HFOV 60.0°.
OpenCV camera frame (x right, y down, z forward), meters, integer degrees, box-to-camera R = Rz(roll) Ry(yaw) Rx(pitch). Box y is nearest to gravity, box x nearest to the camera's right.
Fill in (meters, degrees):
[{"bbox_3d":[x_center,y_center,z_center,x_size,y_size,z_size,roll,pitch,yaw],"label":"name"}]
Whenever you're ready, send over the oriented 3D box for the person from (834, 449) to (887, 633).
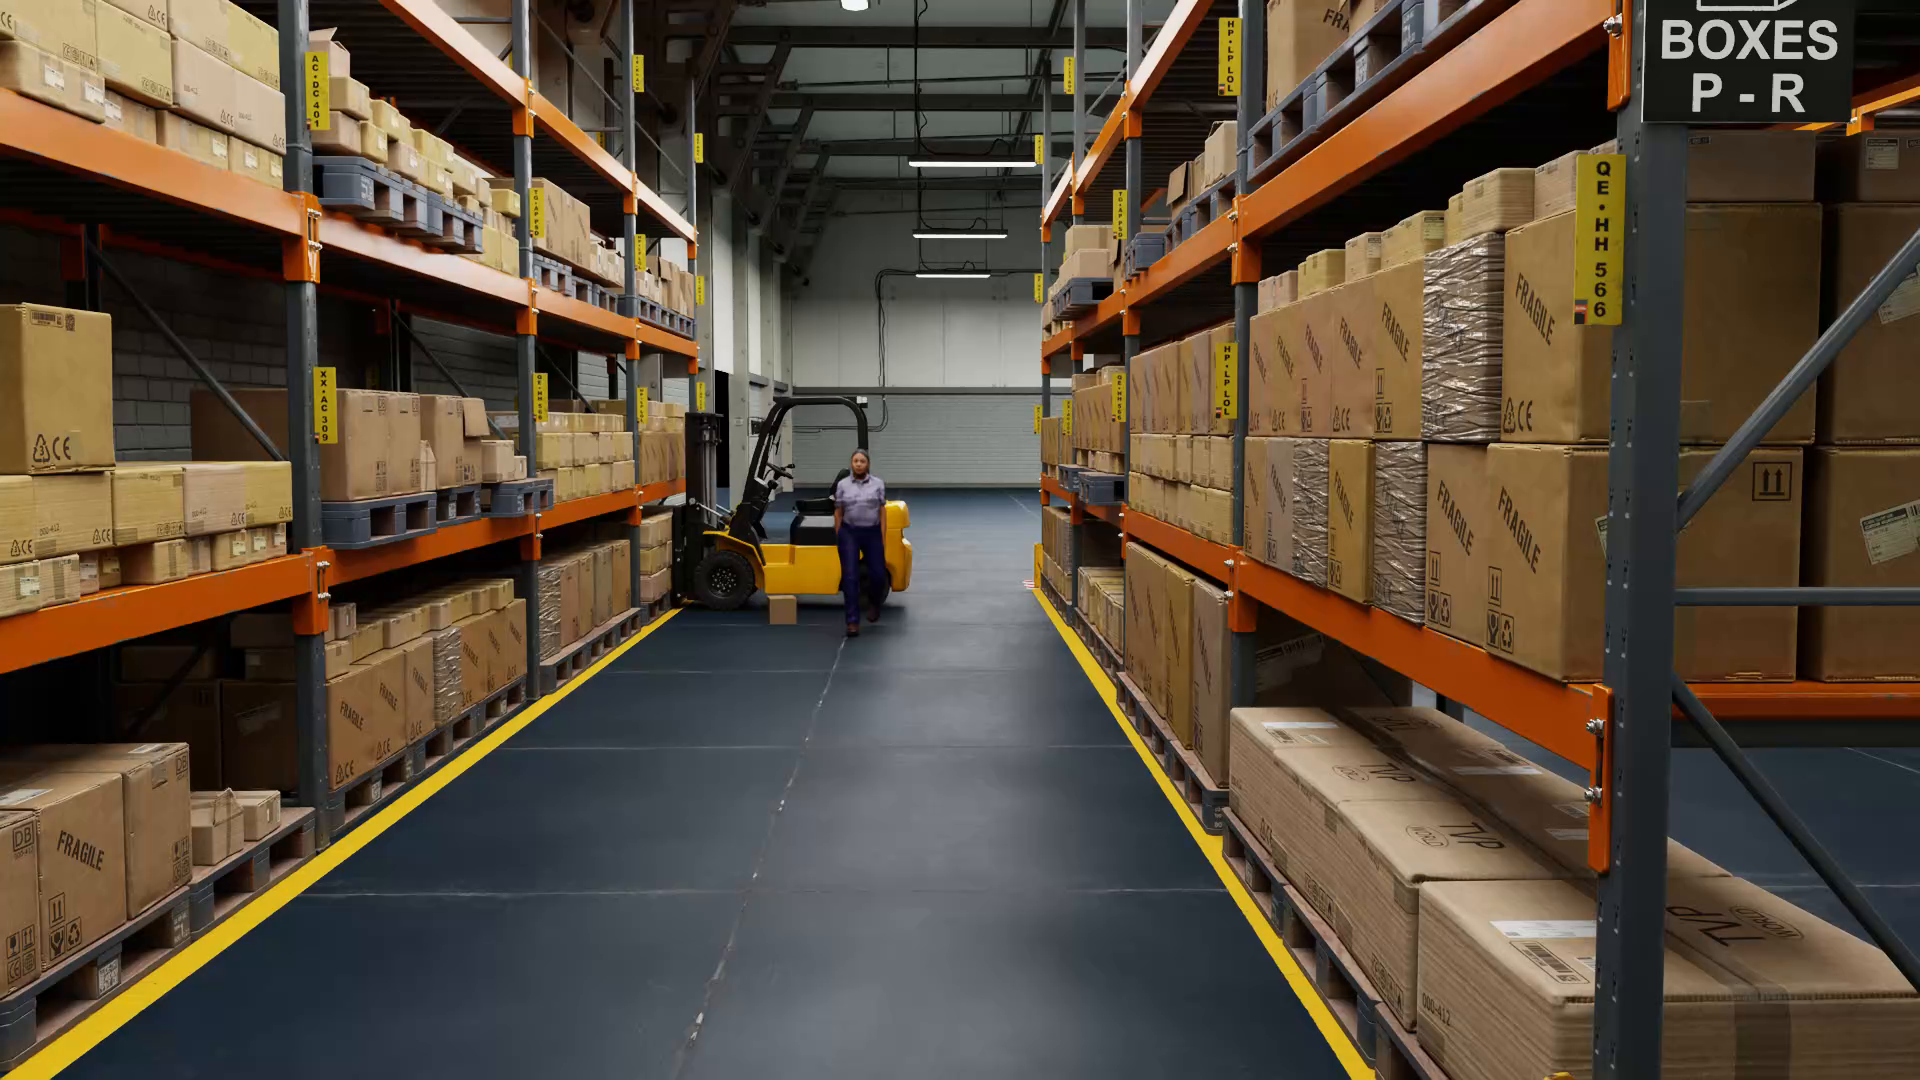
[{"bbox_3d":[-0.896,-0.003,14.910,0.470,1.631,0.669,0,4,-7],"label":"person"}]
